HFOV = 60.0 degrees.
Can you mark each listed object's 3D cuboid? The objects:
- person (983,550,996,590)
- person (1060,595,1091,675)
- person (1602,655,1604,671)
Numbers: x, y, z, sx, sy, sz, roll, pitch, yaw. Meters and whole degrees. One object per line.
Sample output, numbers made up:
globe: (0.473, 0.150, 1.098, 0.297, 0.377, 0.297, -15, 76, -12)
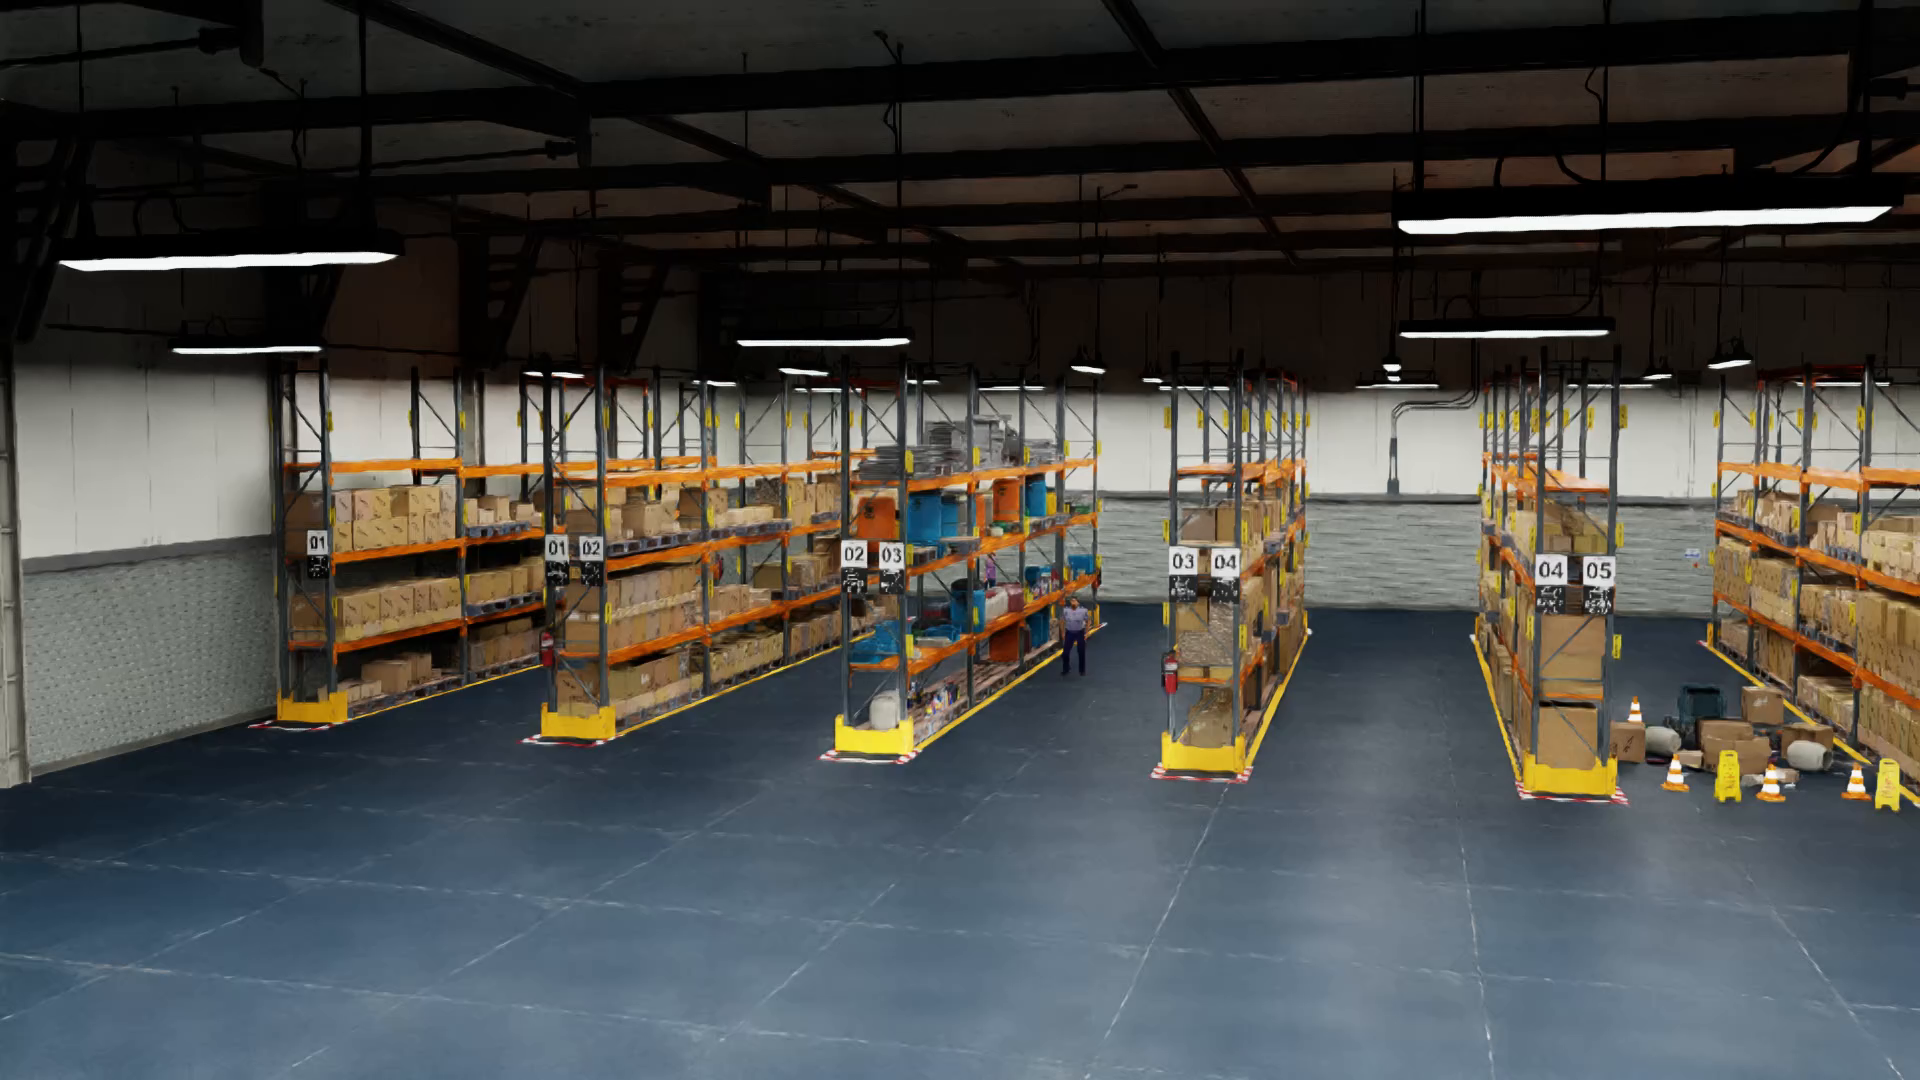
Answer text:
person: (0.775, 1.030, 44.274, 0.458, 1.601, 0.492, -3, 5, -33)
person: (2.259, 1.867, 32.640, 0.625, 1.596, 0.517, 1, 4, 12)
person: (12.608, 1.745, 32.984, 0.445, 1.768, 0.576, -1, 4, -15)
